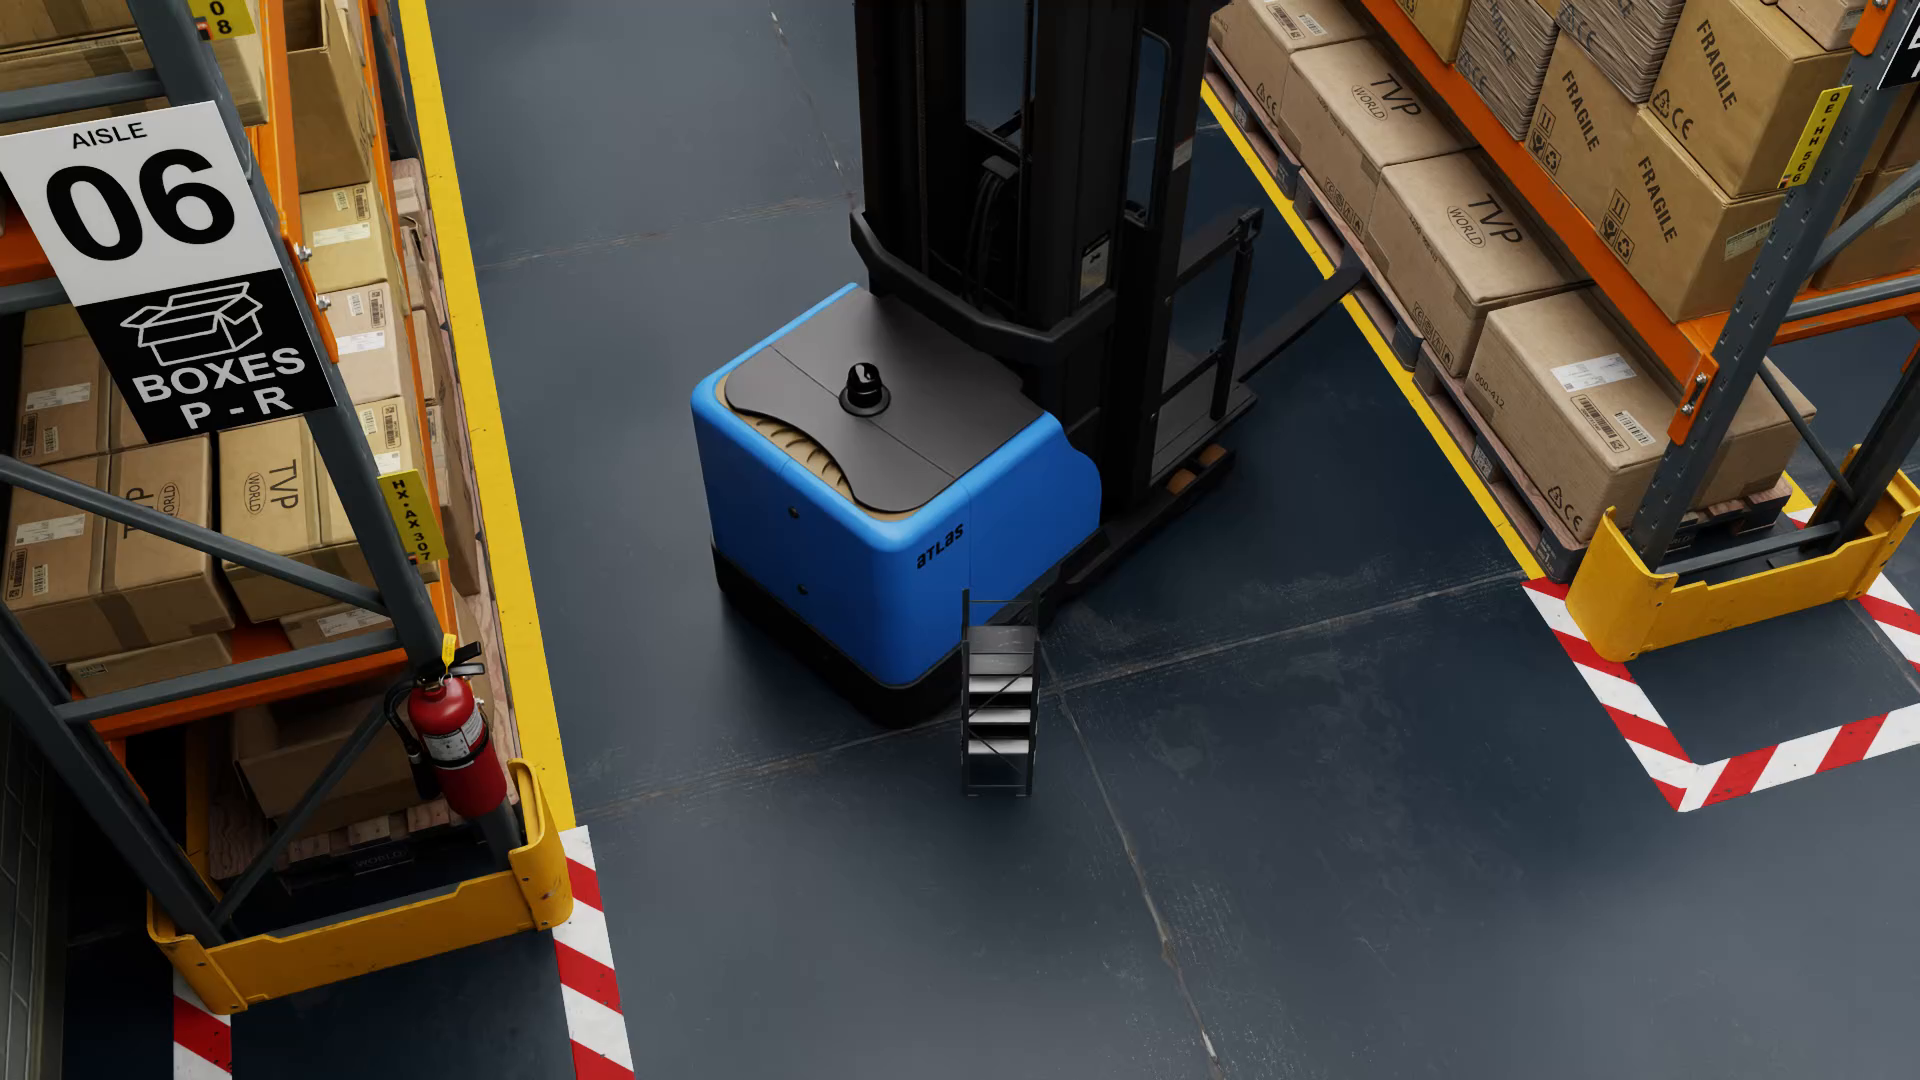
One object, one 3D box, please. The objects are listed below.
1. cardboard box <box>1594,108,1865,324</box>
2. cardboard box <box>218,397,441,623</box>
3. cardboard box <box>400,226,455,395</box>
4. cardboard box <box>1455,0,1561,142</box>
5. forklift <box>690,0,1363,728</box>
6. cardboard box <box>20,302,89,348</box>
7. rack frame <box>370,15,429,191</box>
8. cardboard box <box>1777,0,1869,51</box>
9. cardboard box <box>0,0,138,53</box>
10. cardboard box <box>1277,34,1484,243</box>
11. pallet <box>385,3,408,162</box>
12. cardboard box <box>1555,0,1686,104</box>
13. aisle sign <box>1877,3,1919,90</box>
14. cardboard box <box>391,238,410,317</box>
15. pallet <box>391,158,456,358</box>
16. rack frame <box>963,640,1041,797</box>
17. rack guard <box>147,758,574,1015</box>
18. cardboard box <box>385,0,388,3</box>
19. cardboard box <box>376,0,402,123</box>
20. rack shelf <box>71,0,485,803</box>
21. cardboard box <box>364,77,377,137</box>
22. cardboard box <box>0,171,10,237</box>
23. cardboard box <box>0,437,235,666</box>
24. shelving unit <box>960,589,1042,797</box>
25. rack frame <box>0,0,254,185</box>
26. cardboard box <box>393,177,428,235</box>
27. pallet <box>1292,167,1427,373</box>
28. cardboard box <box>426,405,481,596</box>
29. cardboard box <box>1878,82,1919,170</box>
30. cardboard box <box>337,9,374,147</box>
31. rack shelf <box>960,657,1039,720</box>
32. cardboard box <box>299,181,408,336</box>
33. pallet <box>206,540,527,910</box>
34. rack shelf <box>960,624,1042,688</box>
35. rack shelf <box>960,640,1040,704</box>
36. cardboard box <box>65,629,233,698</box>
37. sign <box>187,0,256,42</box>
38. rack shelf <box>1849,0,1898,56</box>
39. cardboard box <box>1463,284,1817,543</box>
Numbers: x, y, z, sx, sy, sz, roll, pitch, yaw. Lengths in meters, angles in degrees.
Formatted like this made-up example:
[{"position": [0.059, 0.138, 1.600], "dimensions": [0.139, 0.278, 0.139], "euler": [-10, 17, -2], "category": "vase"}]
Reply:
[{"position": [2.493, -1.099, 5.439], "dimensions": [0.500, 0.500, 0.500], "euler": [-13, 51, -11], "category": "cardboard box"}, {"position": [-1.729, -0.089, 4.557], "dimensions": [0.500, 0.250, 0.500], "euler": [-13, 51, -11], "category": "cardboard box"}, {"position": [-2.465, -0.839, 6.645], "dimensions": [0.700, 0.500, 0.500], "euler": [-15, 52, -12], "category": "cardboard box"}, {"position": [2.198, -1.843, 6.066], "dimensions": [0.500, 0.500, 0.500], "euler": [-12, 51, -10], "category": "cardboard box"}, {"position": [0.463, -1.310, 5.727], "dimensions": [1.130, 2.935, 3.031], "euler": [36, 59, 27], "category": "forklift"}, {"position": [-2.535, -0.713, 5.082], "dimensions": [0.500, 0.250, 0.500], "euler": [-12, 51, -10], "category": "cardboard box"}, {"position": [-3.035, -2.571, 6.745], "dimensions": [1.000, 3.000, 0.127], "euler": [-13, 51, -11], "category": "rack frame"}, {"position": [2.591, -1.555, 4.745], "dimensions": [0.380, 0.149, 0.250], "euler": [-13, 51, -10], "category": "cardboard box"}, {"position": [-1.743, -1.206, 3.209], "dimensions": [0.500, 0.250, 0.500], "euler": [-14, 51, -11], "category": "cardboard box"}, {"position": [2.054, -1.869, 7.555], "dimensions": [0.875, 0.438, 0.875], "euler": [-15, 51, -12], "category": "cardboard box"}, {"position": [-3.312, -2.258, 8.305], "dimensions": [1.003, 0.211, 1.213], "euler": [-13, 51, -11], "category": "pallet"}, {"position": [2.336, -1.802, 5.378], "dimensions": [0.500, 0.500, 0.500], "euler": [-13, 51, -11], "category": "cardboard box"}, {"position": [2.614, -1.490, 4.133], "dimensions": [0.394, 0.787, 0.004], "euler": [-13, 51, -11], "category": "aisle sign"}, {"position": [-2.021, -0.823, 5.436], "dimensions": [0.380, 0.149, 0.250], "euler": [-15, 51, -12], "category": "cardboard box"}, {"position": [-2.833, -1.170, 7.388], "dimensions": [1.003, 0.211, 1.213], "euler": [-13, 51, -11], "category": "pallet"}, {"position": [0.129, 0.601, 5.445], "dimensions": [0.240, 0.900, 0.006], "euler": [0, 50, 0], "category": "rack frame"}, {"position": [-1.874, 1.101, 5.285], "dimensions": [1.175, 0.500, 0.348], "euler": [-13, 51, -11], "category": "rack guard"}, {"position": [-3.273, -3.057, 8.515], "dimensions": [0.500, 0.500, 0.500], "euler": [-15, 51, -12], "category": "cardboard box"}, {"position": [-2.963, -2.305, 7.881], "dimensions": [0.500, 0.500, 0.500], "euler": [-11, 51, -9], "category": "cardboard box"}, {"position": [-2.443, -0.878, 5.789], "dimensions": [1.077, 0.370, 4.000], "euler": [-13, 51, -11], "category": "rack shelf"}, {"position": [-2.348, -1.567, 6.063], "dimensions": [0.380, 0.149, 0.250], "euler": [-14, 51, -12], "category": "cardboard box"}, {"position": [-2.168, -0.717, 3.384], "dimensions": [0.380, 0.149, 0.250], "euler": [-12, 51, -10], "category": "cardboard box"}, {"position": [-2.242, 0.027, 4.459], "dimensions": [0.500, 0.250, 0.500], "euler": [-12, 51, -10], "category": "cardboard box"}, {"position": [0.129, 0.523, 5.510], "dimensions": [0.258, 0.900, 0.210], "euler": [0, 50, 0], "category": "shelving unit"}, {"position": [-1.852, -1.583, 1.989], "dimensions": [1.000, 3.000, 0.127], "euler": [-13, 51, -11], "category": "rack frame"}, {"position": [-2.590, -1.447, 7.388], "dimensions": [0.380, 0.149, 0.250], "euler": [-15, 51, -12], "category": "cardboard box"}, {"position": [2.220, -1.331, 7.524], "dimensions": [1.003, 0.211, 1.213], "euler": [-13, 51, -11], "category": "pallet"}, {"position": [-2.158, -0.080, 6.006], "dimensions": [0.700, 0.500, 0.500], "euler": [-11, 51, -9], "category": "cardboard box"}, {"position": [3.019, -1.544, 5.160], "dimensions": [0.500, 0.500, 0.500], "euler": [-14, 51, -12], "category": "cardboard box"}, {"position": [-2.354, -1.572, 5.807], "dimensions": [0.500, 0.250, 0.500], "euler": [-14, 51, -11], "category": "cardboard box"}, {"position": [0.129, 0.487, 5.467], "dimensions": [0.258, 0.077, 0.200], "euler": [0, 50, 0], "category": "rack shelf"}, {"position": [-2.031, -0.827, 5.178], "dimensions": [0.500, 0.250, 0.500], "euler": [-14, 51, -12], "category": "cardboard box"}, {"position": [-2.111, 0.612, 5.886], "dimensions": [1.003, 0.211, 1.213], "euler": [-13, 51, -11], "category": "pallet"}, {"position": [0.129, 0.371, 5.329], "dimensions": [0.258, 0.077, 0.200], "euler": [0, 50, 0], "category": "rack shelf"}, {"position": [0.129, 0.429, 5.398], "dimensions": [0.258, 0.077, 0.200], "euler": [0, 50, 0], "category": "rack shelf"}, {"position": [-2.206, 0.250, 4.531], "dimensions": [0.380, 0.149, 0.250], "euler": [-14, 51, -11], "category": "cardboard box"}, {"position": [-1.334, -1.021, 2.905], "dimensions": [0.100, 0.325, 0.005], "euler": [-13, 51, -11], "category": "sign"}, {"position": [2.297, -2.970, 5.590], "dimensions": [1.077, 0.370, 4.000], "euler": [-13, 51, -11], "category": "rack shelf"}, {"position": [2.598, -0.543, 6.437], "dimensions": [0.875, 0.438, 0.875], "euler": [-15, 51, -12], "category": "cardboard box"}]
